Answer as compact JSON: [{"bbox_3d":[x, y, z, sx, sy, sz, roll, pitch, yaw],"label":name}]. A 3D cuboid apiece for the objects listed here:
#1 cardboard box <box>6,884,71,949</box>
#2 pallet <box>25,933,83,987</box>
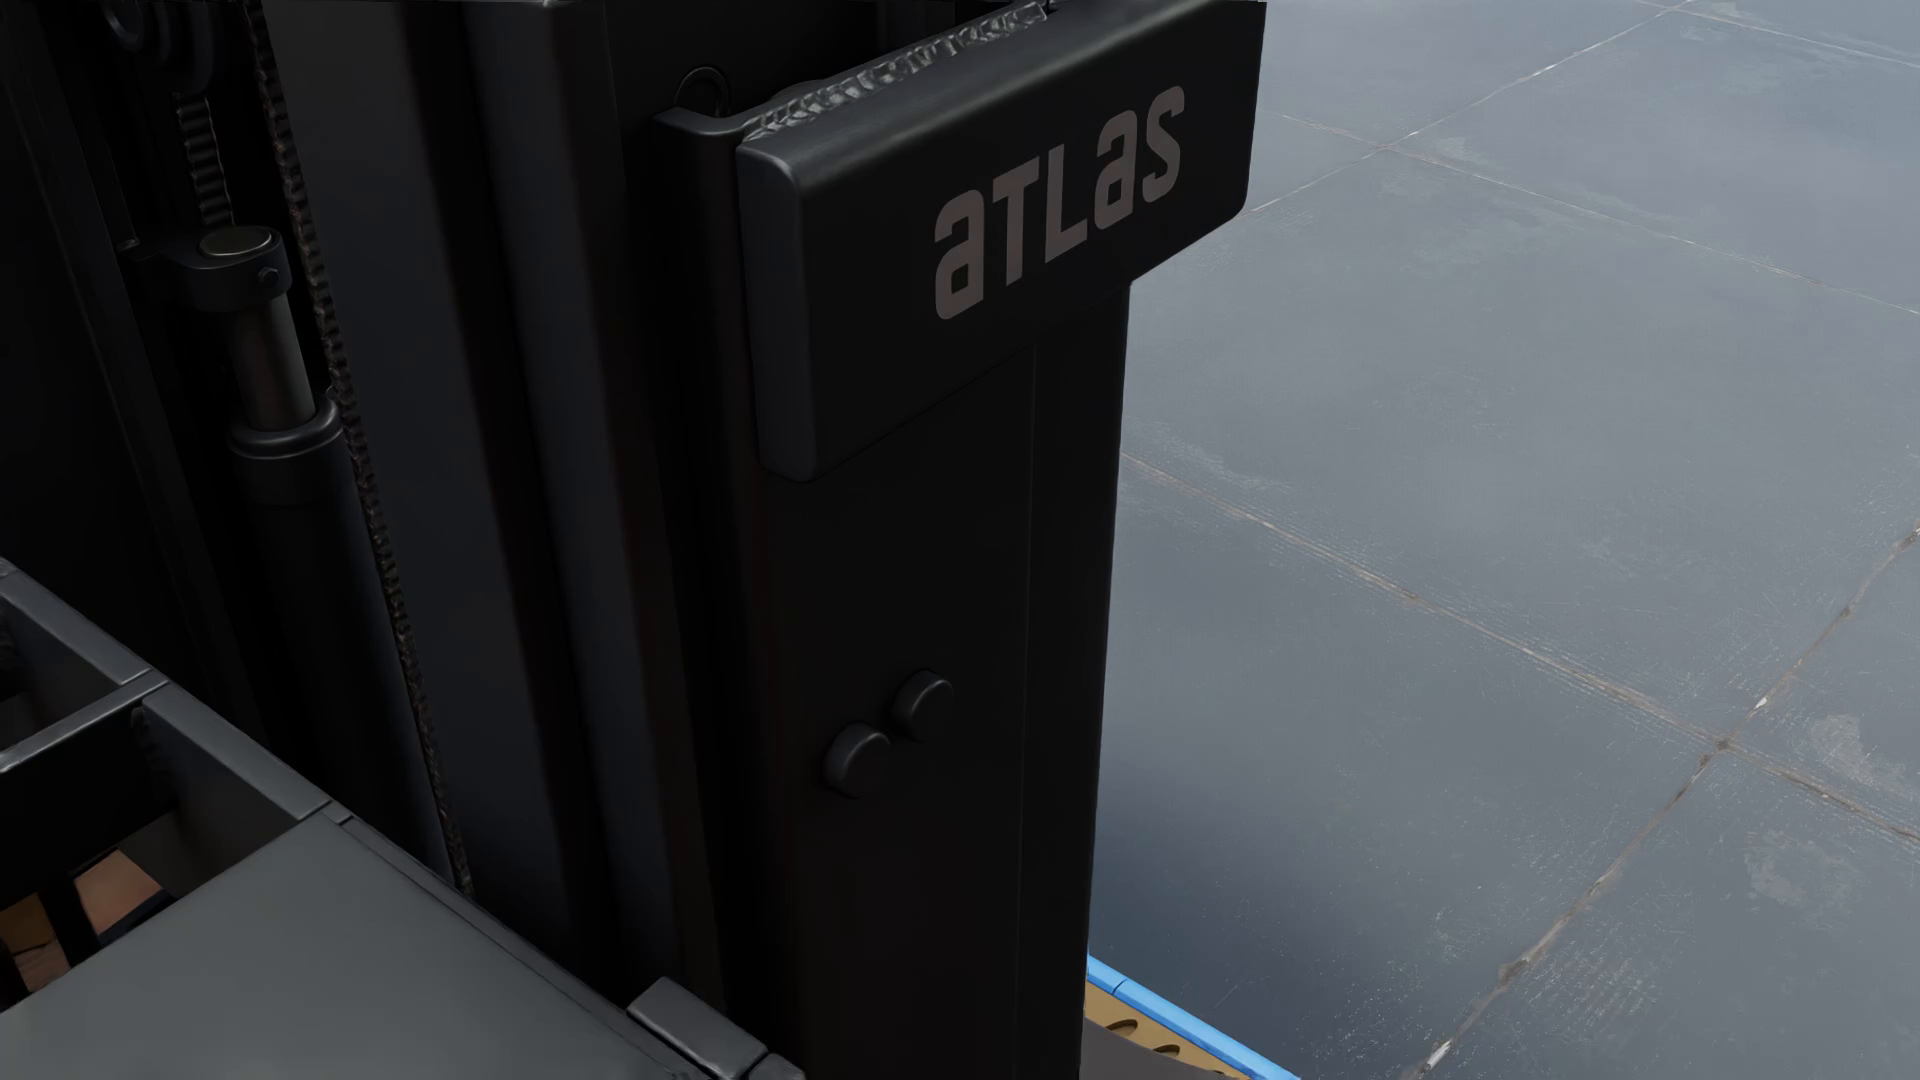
[{"bbox_3d":[-2.228,0.588,3.602,0.500,0.500,0.500,-18,39,-24],"label":"cardboard box"},{"bbox_3d":[-2.030,0.722,4.030,1.003,0.211,1.213,30,45,35],"label":"pallet"}]
